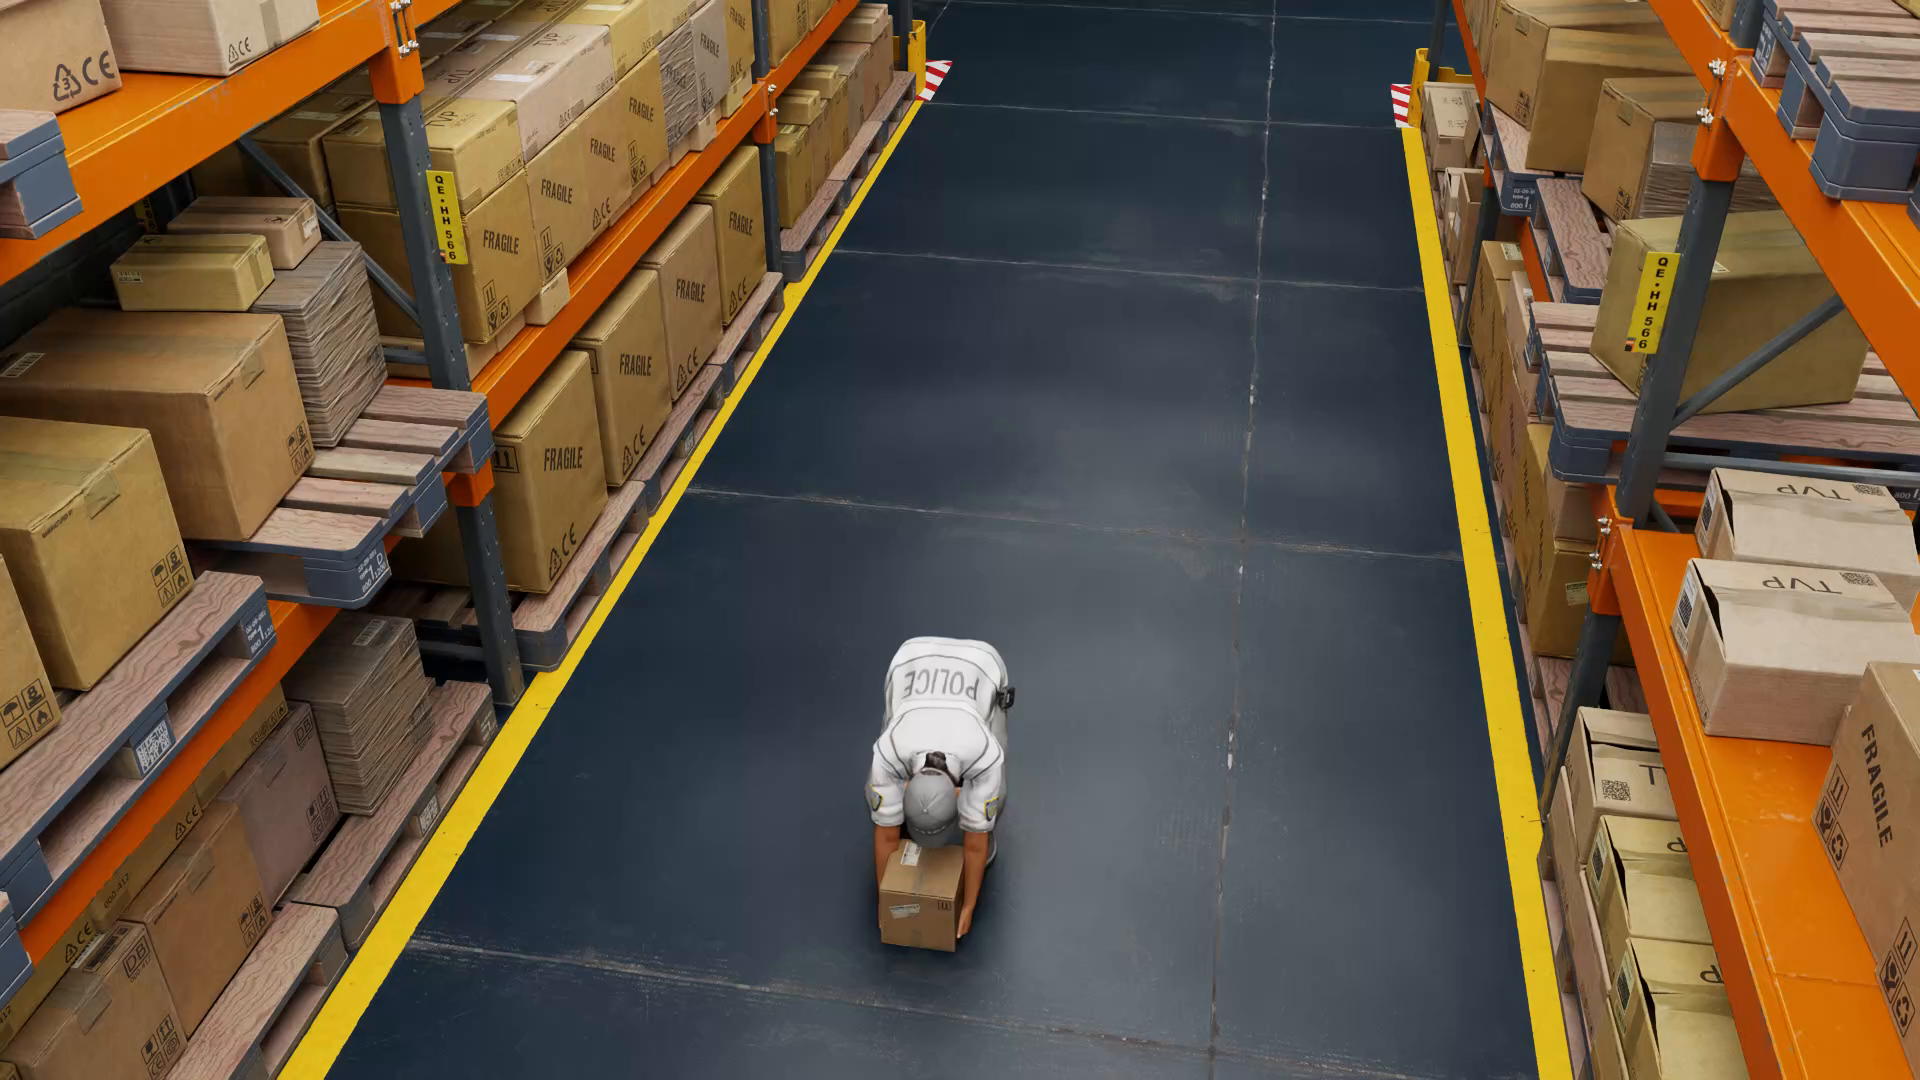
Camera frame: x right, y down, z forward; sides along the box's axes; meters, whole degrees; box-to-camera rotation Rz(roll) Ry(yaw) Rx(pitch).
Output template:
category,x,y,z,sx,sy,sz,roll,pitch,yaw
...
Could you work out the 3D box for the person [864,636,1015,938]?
category,x,y,z,sx,sy,sz,roll,pitch,yaw
person,-0.075,0.821,5.709,0.498,0.774,0.938,4,33,7
